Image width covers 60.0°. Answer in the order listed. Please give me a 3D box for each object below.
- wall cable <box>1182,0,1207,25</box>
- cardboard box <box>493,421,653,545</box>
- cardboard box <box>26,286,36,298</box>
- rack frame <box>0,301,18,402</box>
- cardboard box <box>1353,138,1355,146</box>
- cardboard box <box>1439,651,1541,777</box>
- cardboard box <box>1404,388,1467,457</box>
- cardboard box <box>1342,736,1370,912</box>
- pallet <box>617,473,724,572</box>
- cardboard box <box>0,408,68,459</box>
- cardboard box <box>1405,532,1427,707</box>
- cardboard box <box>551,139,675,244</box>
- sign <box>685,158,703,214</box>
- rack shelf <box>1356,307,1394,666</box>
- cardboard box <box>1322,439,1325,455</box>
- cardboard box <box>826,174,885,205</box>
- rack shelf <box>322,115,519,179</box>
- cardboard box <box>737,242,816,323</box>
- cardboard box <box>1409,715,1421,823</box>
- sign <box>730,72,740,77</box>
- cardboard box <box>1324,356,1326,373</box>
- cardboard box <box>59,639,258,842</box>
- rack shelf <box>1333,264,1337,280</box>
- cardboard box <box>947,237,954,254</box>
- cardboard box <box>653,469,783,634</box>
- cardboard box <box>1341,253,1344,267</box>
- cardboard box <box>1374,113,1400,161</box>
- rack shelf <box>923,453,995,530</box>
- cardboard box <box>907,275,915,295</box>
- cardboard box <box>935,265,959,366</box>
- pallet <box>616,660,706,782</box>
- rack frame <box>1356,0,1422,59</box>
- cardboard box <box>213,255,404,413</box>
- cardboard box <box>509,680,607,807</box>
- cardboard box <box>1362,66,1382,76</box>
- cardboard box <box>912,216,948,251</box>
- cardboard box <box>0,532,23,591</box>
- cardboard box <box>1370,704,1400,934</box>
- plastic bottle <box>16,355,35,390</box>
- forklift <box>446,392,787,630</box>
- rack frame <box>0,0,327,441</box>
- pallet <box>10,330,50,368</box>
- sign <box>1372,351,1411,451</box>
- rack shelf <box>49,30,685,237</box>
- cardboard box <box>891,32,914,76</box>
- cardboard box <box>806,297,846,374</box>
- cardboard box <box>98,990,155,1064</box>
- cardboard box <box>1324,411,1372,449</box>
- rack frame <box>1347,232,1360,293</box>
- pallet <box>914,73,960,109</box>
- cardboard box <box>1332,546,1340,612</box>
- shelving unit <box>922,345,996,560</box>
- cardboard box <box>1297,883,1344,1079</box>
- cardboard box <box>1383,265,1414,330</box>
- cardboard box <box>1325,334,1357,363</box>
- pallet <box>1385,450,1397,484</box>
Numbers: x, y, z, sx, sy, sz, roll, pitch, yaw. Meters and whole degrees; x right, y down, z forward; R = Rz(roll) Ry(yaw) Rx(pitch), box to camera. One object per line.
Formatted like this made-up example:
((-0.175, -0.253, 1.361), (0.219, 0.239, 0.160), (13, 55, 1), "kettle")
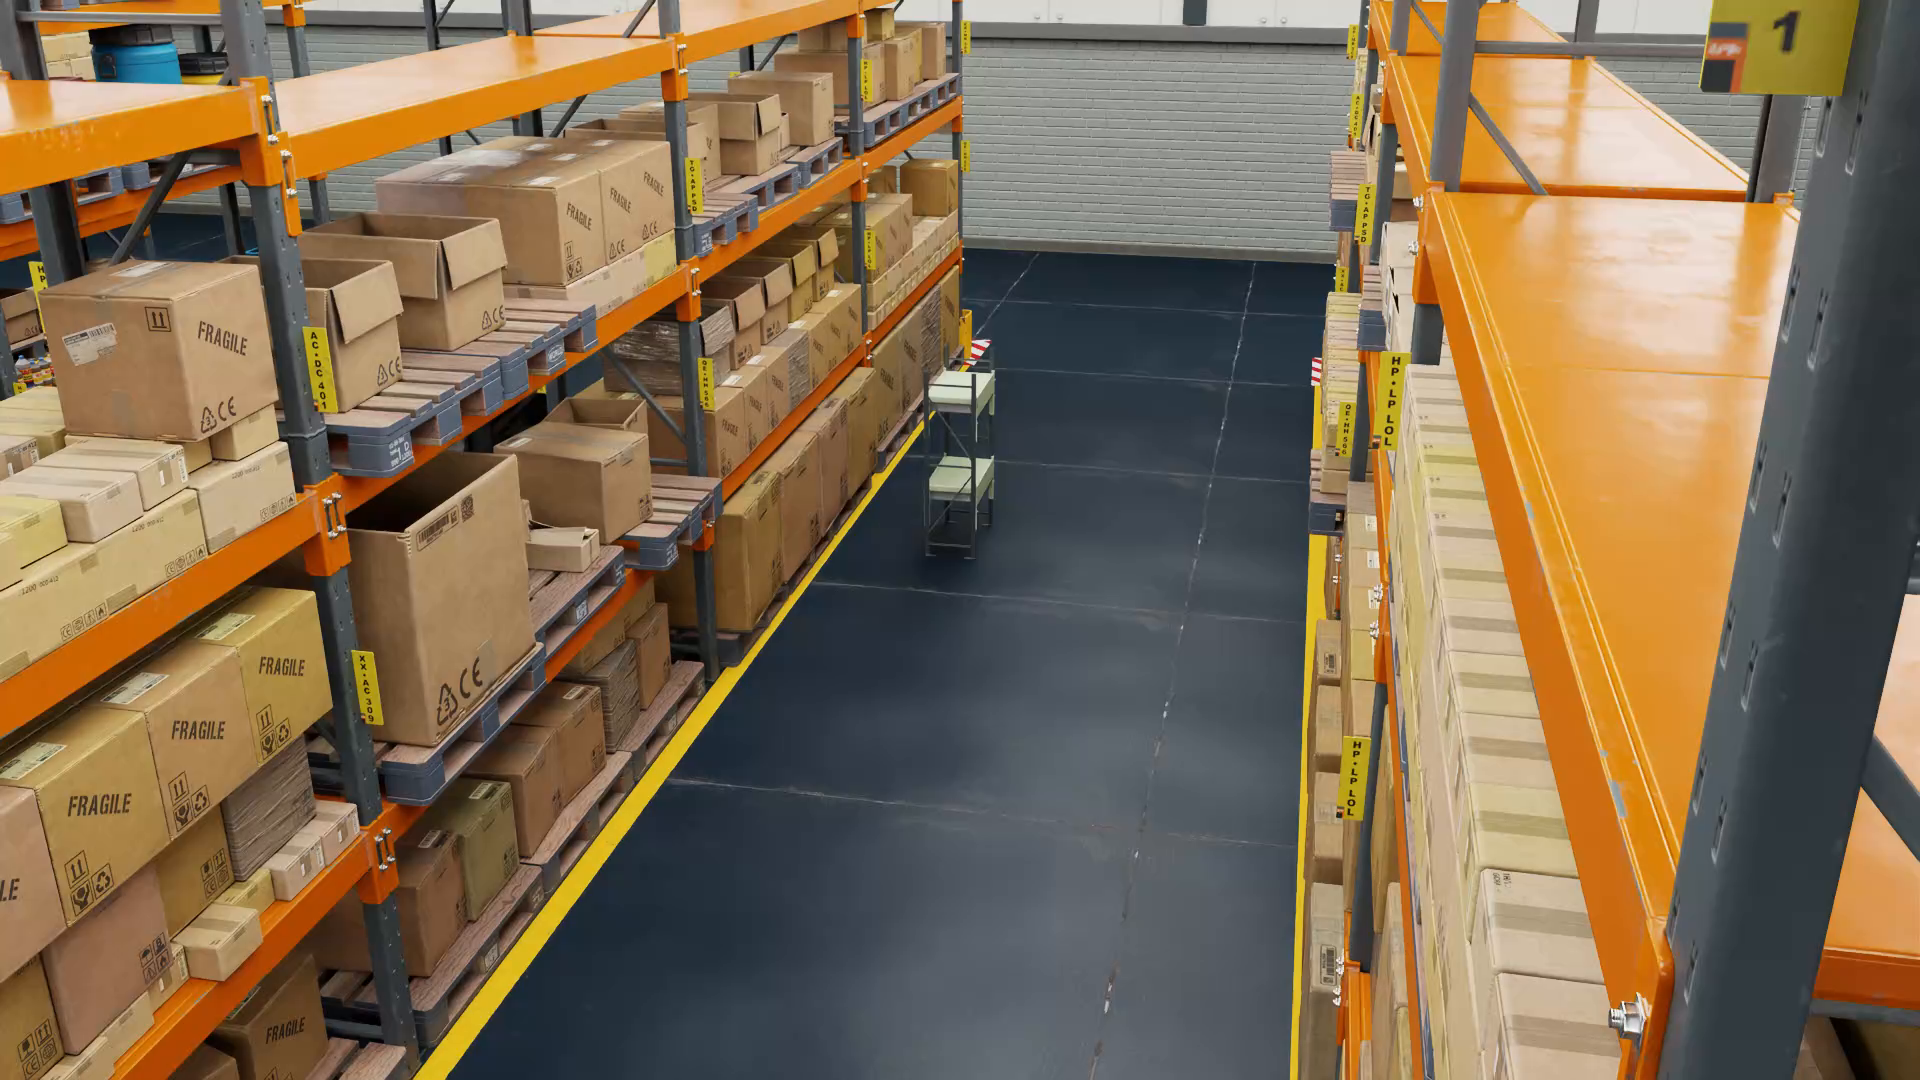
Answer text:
((4.054, -9.510, 20.614), (2.277, 5.999, 0.120), (4, 22, 11), "wall cable")
((-2.193, -0.333, 9.468), (0.700, 0.500, 0.500), (8, 23, 19), "cardboard box")
((-10.661, -2.755, 19.269), (0.500, 0.250, 0.500), (4, 22, 11), "cardboard box")
((-6.955, -0.881, 11.527), (1.000, 3.000, 0.127), (4, 22, 11), "rack frame")
((3.597, -3.441, 14.068), (0.500, 0.250, 0.500), (4, 22, 10), "cardboard box")
((1.093, 0.337, 3.059), (0.380, 0.149, 0.250), (4, 22, 10), "cardboard box")
((1.455, -0.311, 4.668), (0.380, 0.149, 0.250), (4, 22, 10), "cardboard box")
((1.758, 1.117, 6.432), (0.500, 0.500, 0.500), (4, 22, 11), "cardboard box")
((-2.147, -0.146, 9.958), (1.213, 0.211, 1.003), (4, 22, 11), "pallet")
((-3.278, -0.350, 5.858), (0.380, 0.149, 0.250), (3, 22, 8), "cardboard box")
((1.335, 0.200, 3.933), (0.500, 0.250, 0.500), (4, 22, 10), "cardboard box")
((-1.958, -1.980, 9.436), (0.500, 0.500, 0.500), (5, 22, 12), "cardboard box")
((-1.575, -2.093, 9.827), (0.100, 0.325, 0.005), (4, 22, 11), "sign")
((2.321, -0.415, 7.316), (1.077, 0.370, 4.000), (4, 22, 11), "rack shelf")
((2.437, -0.618, 10.249), (0.380, 0.149, 0.250), (5, 23, 13), "cardboard box")
((-1.038, -3.318, 16.376), (0.500, 0.500, 0.500), (4, 22, 9), "cardboard box")
((-5.730, -4.133, 16.549), (1.077, 0.370, 4.000), (4, 22, 11), "rack shelf")
((-1.563, -1.994, 12.813), (0.797, 0.503, 0.637), (5, 22, 12), "cardboard box")
((1.195, 0.522, 3.668), (0.380, 0.149, 0.250), (5, 22, 12), "cardboard box")
((-1.833, -3.676, 13.653), (0.100, 0.325, 0.005), (4, 22, 11), "sign")
((2.806, -1.275, 11.881), (0.380, 0.149, 0.250), (5, 23, 13), "cardboard box")
((-2.845, 0.680, 5.781), (0.500, 0.500, 0.500), (4, 22, 11), "cardboard box")
((3.953, -1.949, 15.141), (1.077, 0.370, 4.000), (4, 22, 11), "rack shelf")
((-0.275, -3.062, 17.279), (0.380, 0.149, 0.250), (5, 22, 11), "cardboard box")
((-1.945, 0.036, 11.530), (1.225, 0.875, 0.875), (3, 22, 8), "cardboard box")
((3.474, -2.124, 14.081), (0.500, 0.500, 0.500), (4, 22, 9), "cardboard box")
((2.800, -2.521, 10.425), (0.396, 0.266, 0.258), (4, 22, 11), "cardboard box")
((-0.001, -0.391, 13.189), (0.431, 0.370, 0.720), (4, 22, 11), "rack shelf")
((-0.640, -2.407, 15.651), (0.380, 0.149, 0.250), (5, 22, 12), "cardboard box")
((-0.526, -2.399, 17.576), (0.875, 0.875, 0.875), (4, 22, 11), "cardboard box")
((-2.267, 1.075, 10.401), (1.003, 0.211, 1.213), (4, 22, 11), "pallet")
((4.361, -5.797, 15.702), (1.000, 3.000, 0.127), (4, 22, 11), "rack frame")
((-2.729, -0.839, 6.707), (0.797, 0.503, 0.637), (3, 22, 8), "cardboard box")
((-2.433, 1.110, 9.339), (0.700, 0.500, 0.500), (6, 23, 15), "cardboard box")
((3.580, -3.900, 14.006), (0.380, 0.149, 0.250), (4, 22, 11), "cardboard box")
((-0.417, -3.115, 16.875), (0.500, 0.250, 0.500), (4, 22, 10), "cardboard box")
((-2.969, 0.076, 4.802), (0.380, 0.149, 0.250), (6, 23, 13), "cardboard box")
((1.804, 0.936, 5.368), (0.875, 0.550, 0.550), (4, 22, 11), "cardboard box")
((-7.122, -1.270, 12.663), (0.097, 0.271, 0.097), (0, 22, 0), "plastic bottle")
((-2.776, -0.745, 11.279), (3.031, 2.935, 1.130), (2, 22, 5), "forklift")
((-2.922, -1.824, 5.836), (1.000, 3.000, 0.127), (4, 22, 11), "rack frame")
((-10.599, -2.128, 18.355), (1.003, 0.211, 1.213), (4, 22, 11), "pallet")
((1.380, -0.441, 5.304), (0.100, 0.325, 0.005), (4, 22, 11), "sign")
((-2.514, -2.036, 7.861), (1.077, 0.370, 4.000), (4, 22, 11), "rack shelf")
((-0.818, -4.525, 15.728), (0.700, 0.500, 0.500), (3, 22, 7), "cardboard box")
((-1.226, -1.641, 13.278), (0.500, 0.500, 0.500), (5, 23, 13), "cardboard box")
((-2.982, 1.630, 5.627), (0.380, 0.149, 0.250), (4, 22, 11), "cardboard box")
((2.380, -0.657, 9.948), (0.380, 0.149, 0.250), (4, 22, 9), "cardboard box")
((3.545, -1.552, 13.191), (1.000, 3.000, 0.127), (4, 22, 11), "rack frame")
((-0.615, -4.508, 16.634), (1.003, 0.211, 1.213), (4, 22, 11), "pallet")
((2.612, 0.258, 10.478), (0.500, 0.250, 0.500), (4, 22, 10), "cardboard box")
((-0.001, -0.693, 13.067), (0.431, 1.500, 0.755), (4, 22, 11), "shelving unit")
((1.951, 1.989, 6.849), (1.050, 0.750, 0.750), (4, 22, 11), "cardboard box")
((2.159, -1.061, 7.381), (0.500, 0.311, 0.500), (4, 22, 10), "cardboard box")
((2.752, -1.324, 11.603), (0.380, 0.149, 0.250), (5, 23, 13), "cardboard box")
((2.052, -0.267, 6.243), (0.805, 0.209, 1.217), (4, 22, 9), "pallet")
